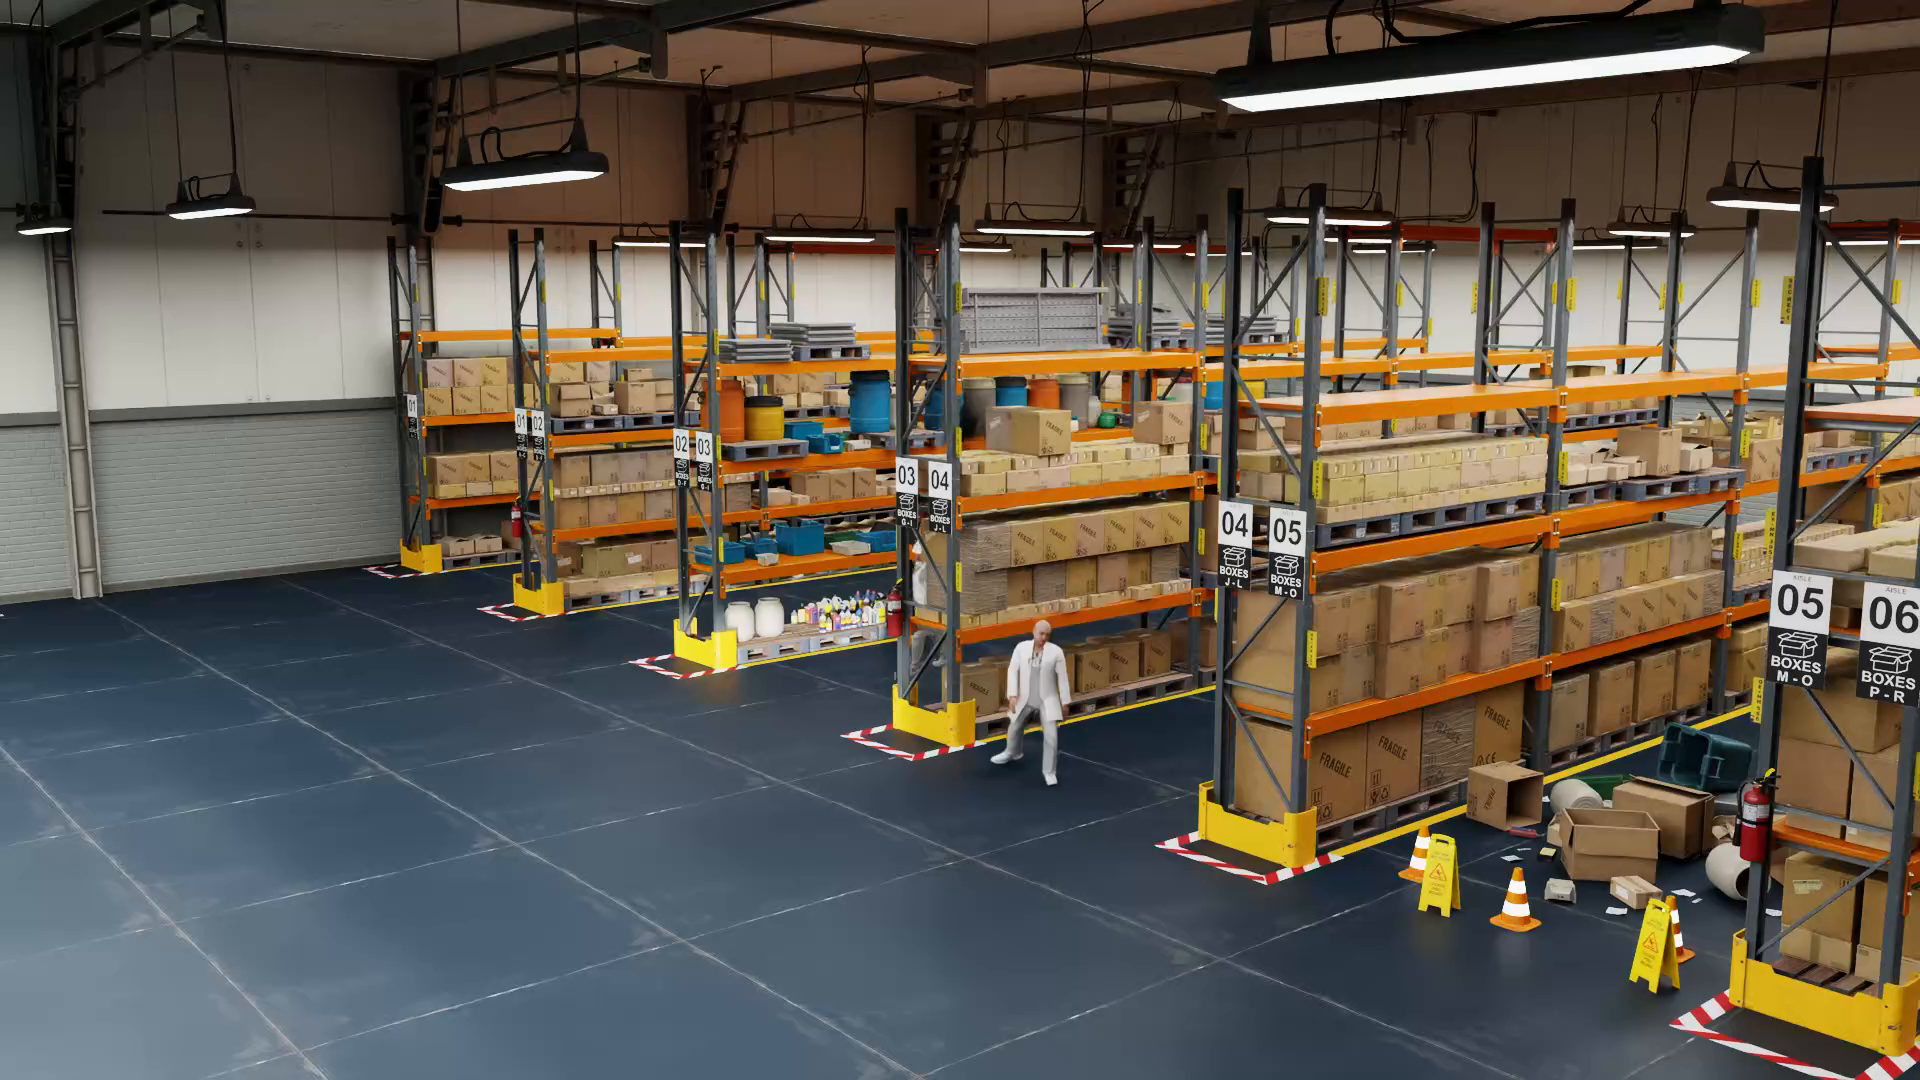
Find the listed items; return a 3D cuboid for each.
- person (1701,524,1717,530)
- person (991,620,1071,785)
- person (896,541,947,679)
[{"bbox_3d":[10.958,0.592,24.298,0.631,1.706,0.778,-4,10,-24],"label":"person"},{"bbox_3d":[0.729,1.736,17.506,0.908,1.527,0.777,2,9,15],"label":"person"},{"bbox_3d":[-0.461,0.830,21.058,0.767,1.761,0.744,-1,9,-7],"label":"person"}]
